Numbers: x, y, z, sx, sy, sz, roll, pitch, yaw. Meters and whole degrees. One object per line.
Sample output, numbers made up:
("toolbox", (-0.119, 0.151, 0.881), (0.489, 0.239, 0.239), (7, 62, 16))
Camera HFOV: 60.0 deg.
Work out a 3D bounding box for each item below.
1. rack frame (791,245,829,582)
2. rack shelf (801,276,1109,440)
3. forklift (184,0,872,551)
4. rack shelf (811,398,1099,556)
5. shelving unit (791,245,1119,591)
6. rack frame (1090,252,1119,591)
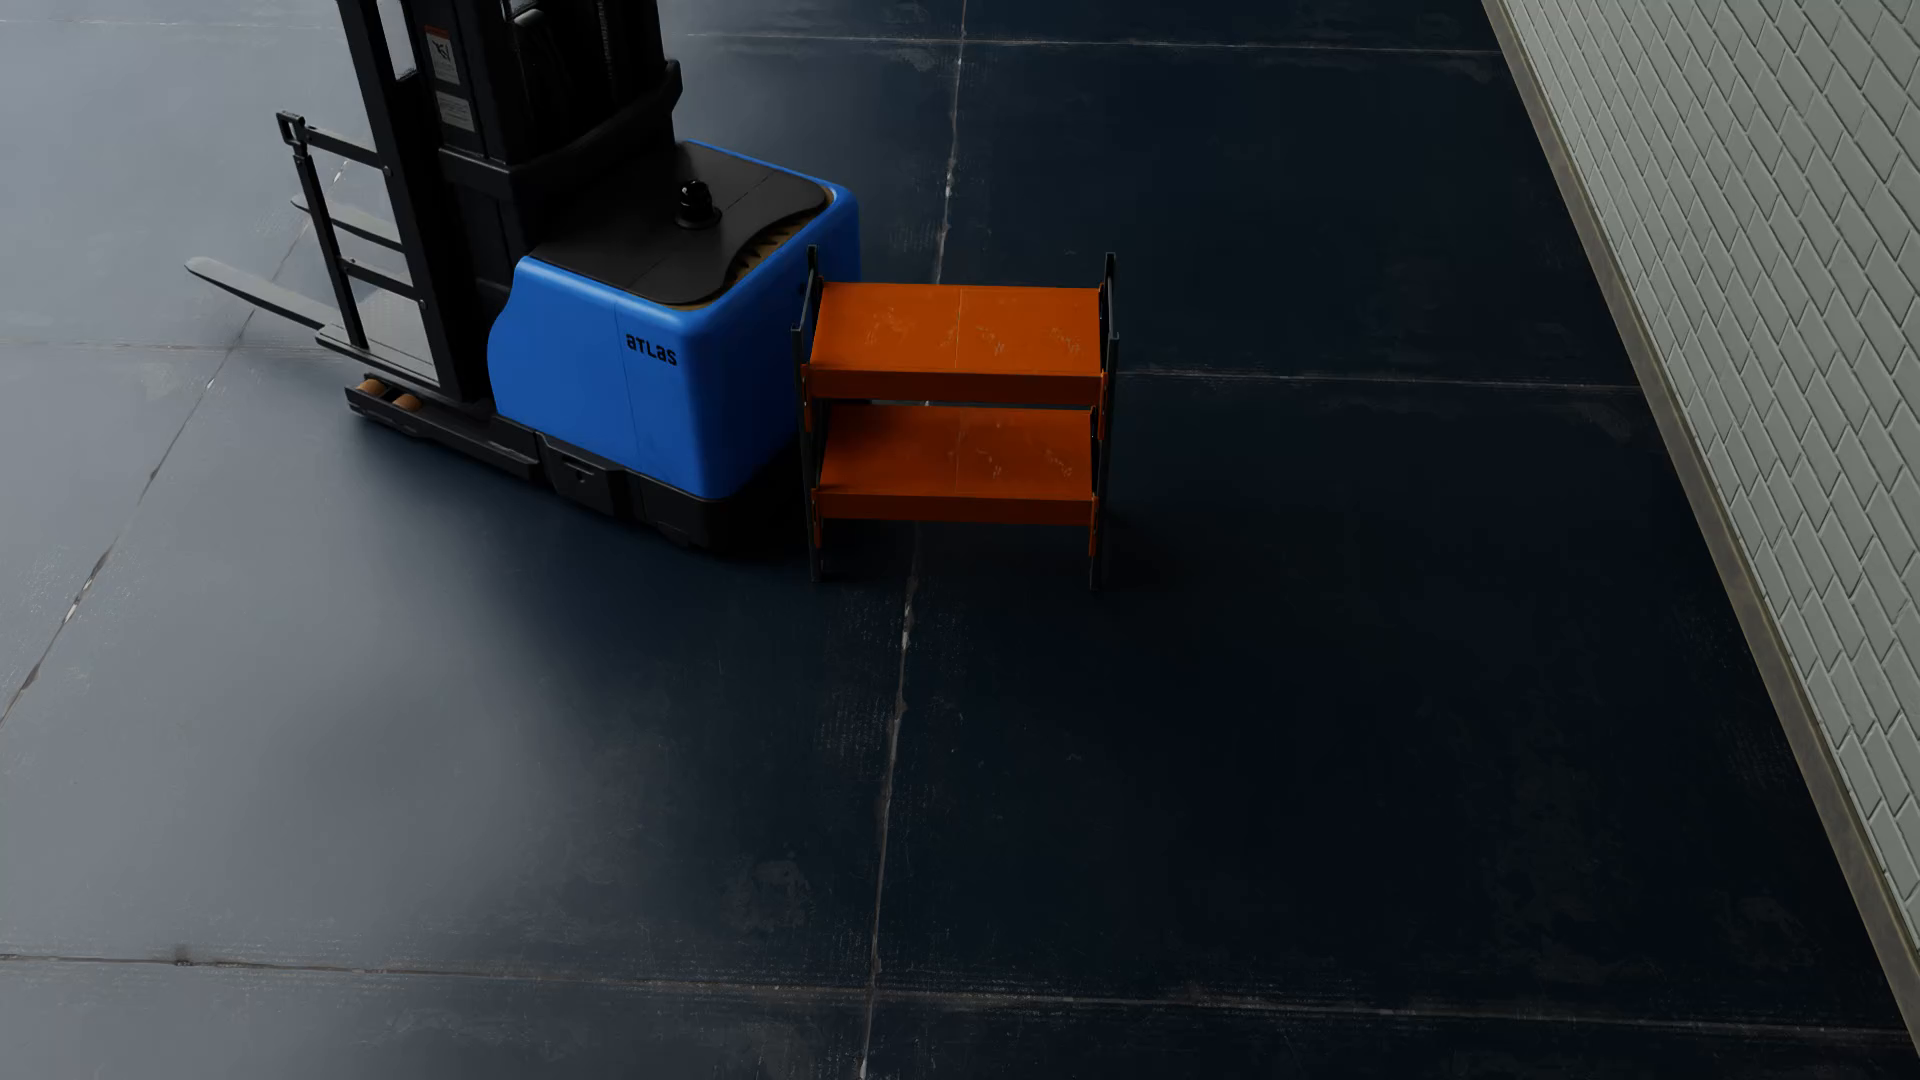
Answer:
("rack frame", (-0.515, -0.427, 5.884), (0.032, 1.125, 0.500), (2, 43, 2))
("rack shelf", (-0.007, -0.626, 5.667), (1.000, 0.278, 0.538), (2, 43, 2))
("forklift", (-1.888, -1.781, 6.012), (3.031, 2.935, 1.130), (22, 47, 22))
("rack shelf", (-0.007, -0.233, 6.033), (1.000, 0.278, 0.538), (2, 43, 2))
("shelving unit", (-0.007, -0.412, 5.867), (1.048, 1.125, 0.538), (2, 43, 2))
("rack frame", (0.501, -0.396, 5.850), (0.032, 1.125, 0.500), (2, 43, 2))
